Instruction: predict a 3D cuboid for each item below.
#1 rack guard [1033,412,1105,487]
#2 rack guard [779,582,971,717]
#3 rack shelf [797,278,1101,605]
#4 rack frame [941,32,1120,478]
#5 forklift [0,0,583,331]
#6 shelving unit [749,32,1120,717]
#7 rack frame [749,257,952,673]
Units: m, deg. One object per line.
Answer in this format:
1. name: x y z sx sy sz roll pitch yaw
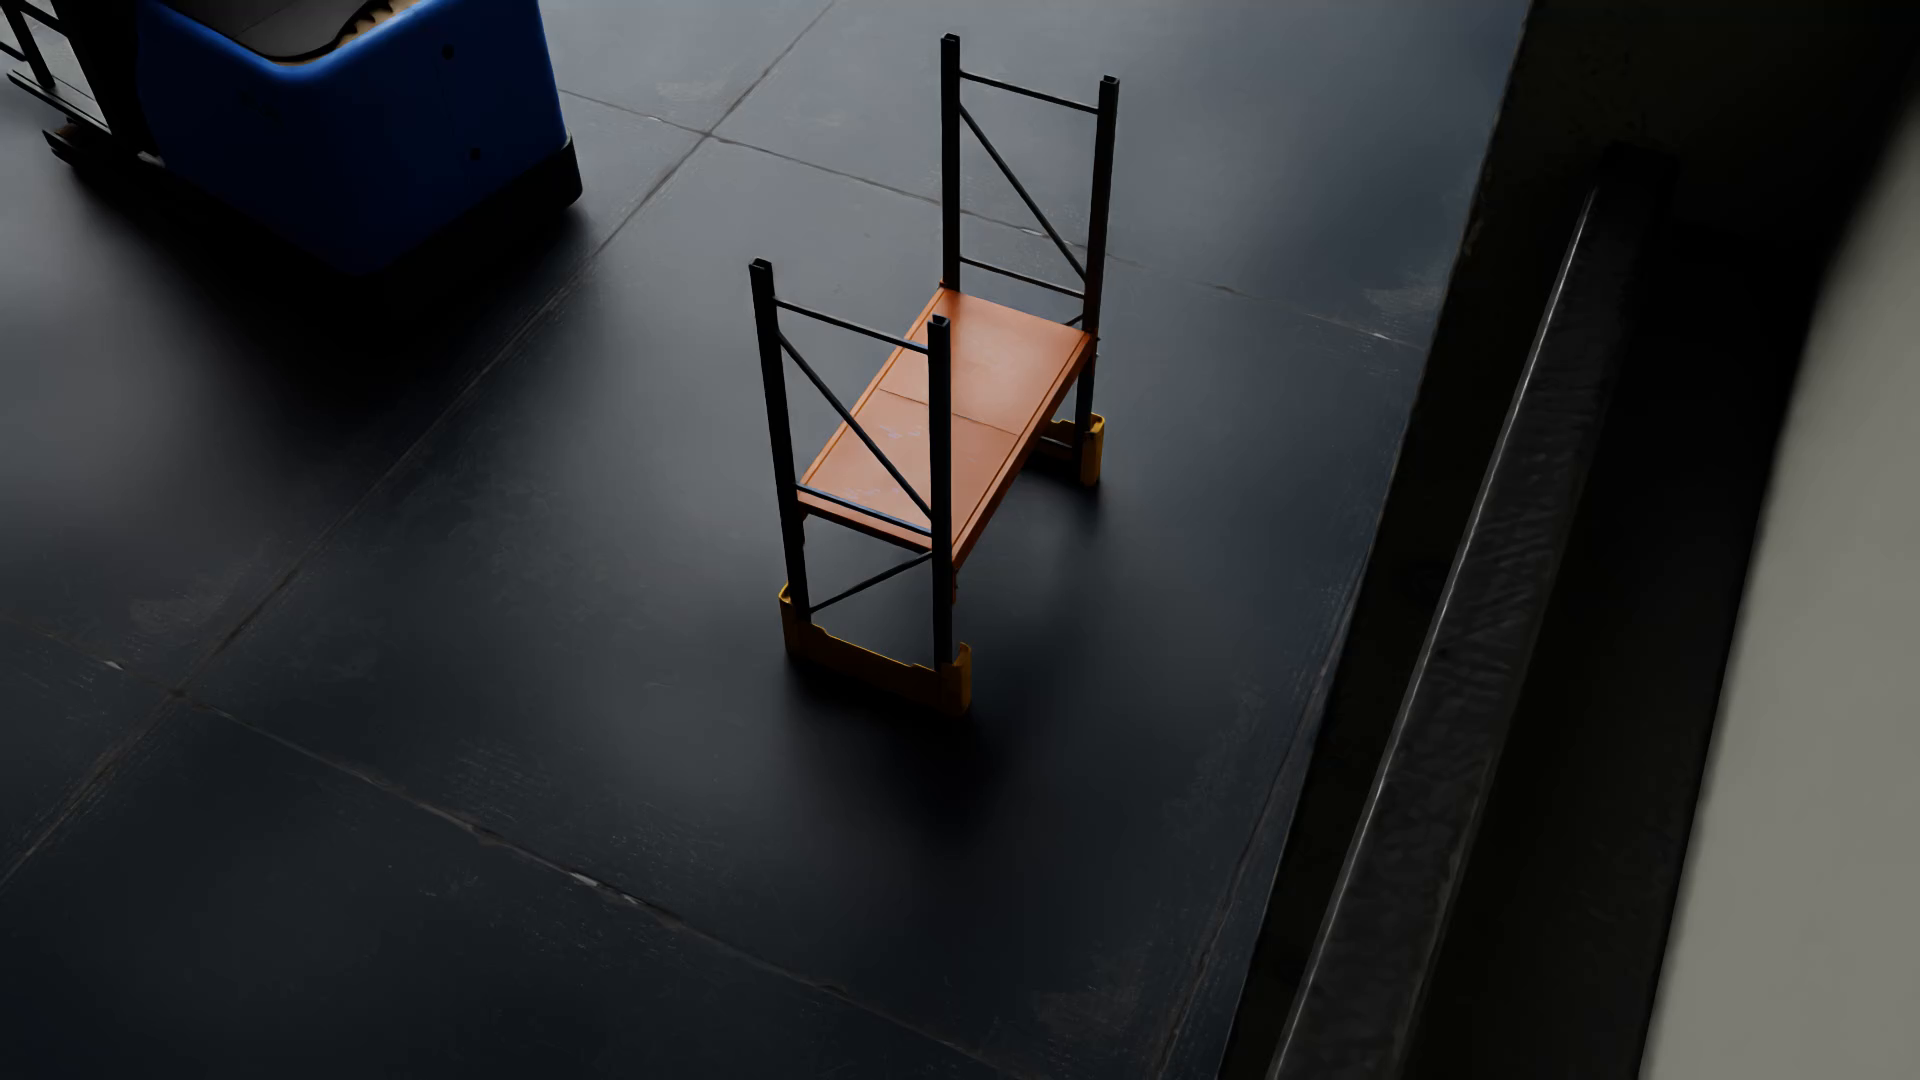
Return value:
1. rack guard: 0.180 -0.371 5.402 0.587 0.250 0.087 20 52 16
2. rack guard: -0.245 0.314 4.818 0.587 0.250 0.087 20 52 16
3. rack shelf: -0.036 -0.311 4.766 0.538 0.185 1.000 20 52 16
4. rack frame: 0.181 -0.777 4.927 0.500 1.500 0.032 20 52 16
5. forklift: -2.909 -2.604 5.541 3.031 2.935 1.130 30 56 23
6. shelving unit: -0.033 -0.434 4.634 0.587 1.500 1.083 20 52 16
7. rack frame: -0.254 -0.077 4.331 0.500 1.500 0.032 20 52 16
